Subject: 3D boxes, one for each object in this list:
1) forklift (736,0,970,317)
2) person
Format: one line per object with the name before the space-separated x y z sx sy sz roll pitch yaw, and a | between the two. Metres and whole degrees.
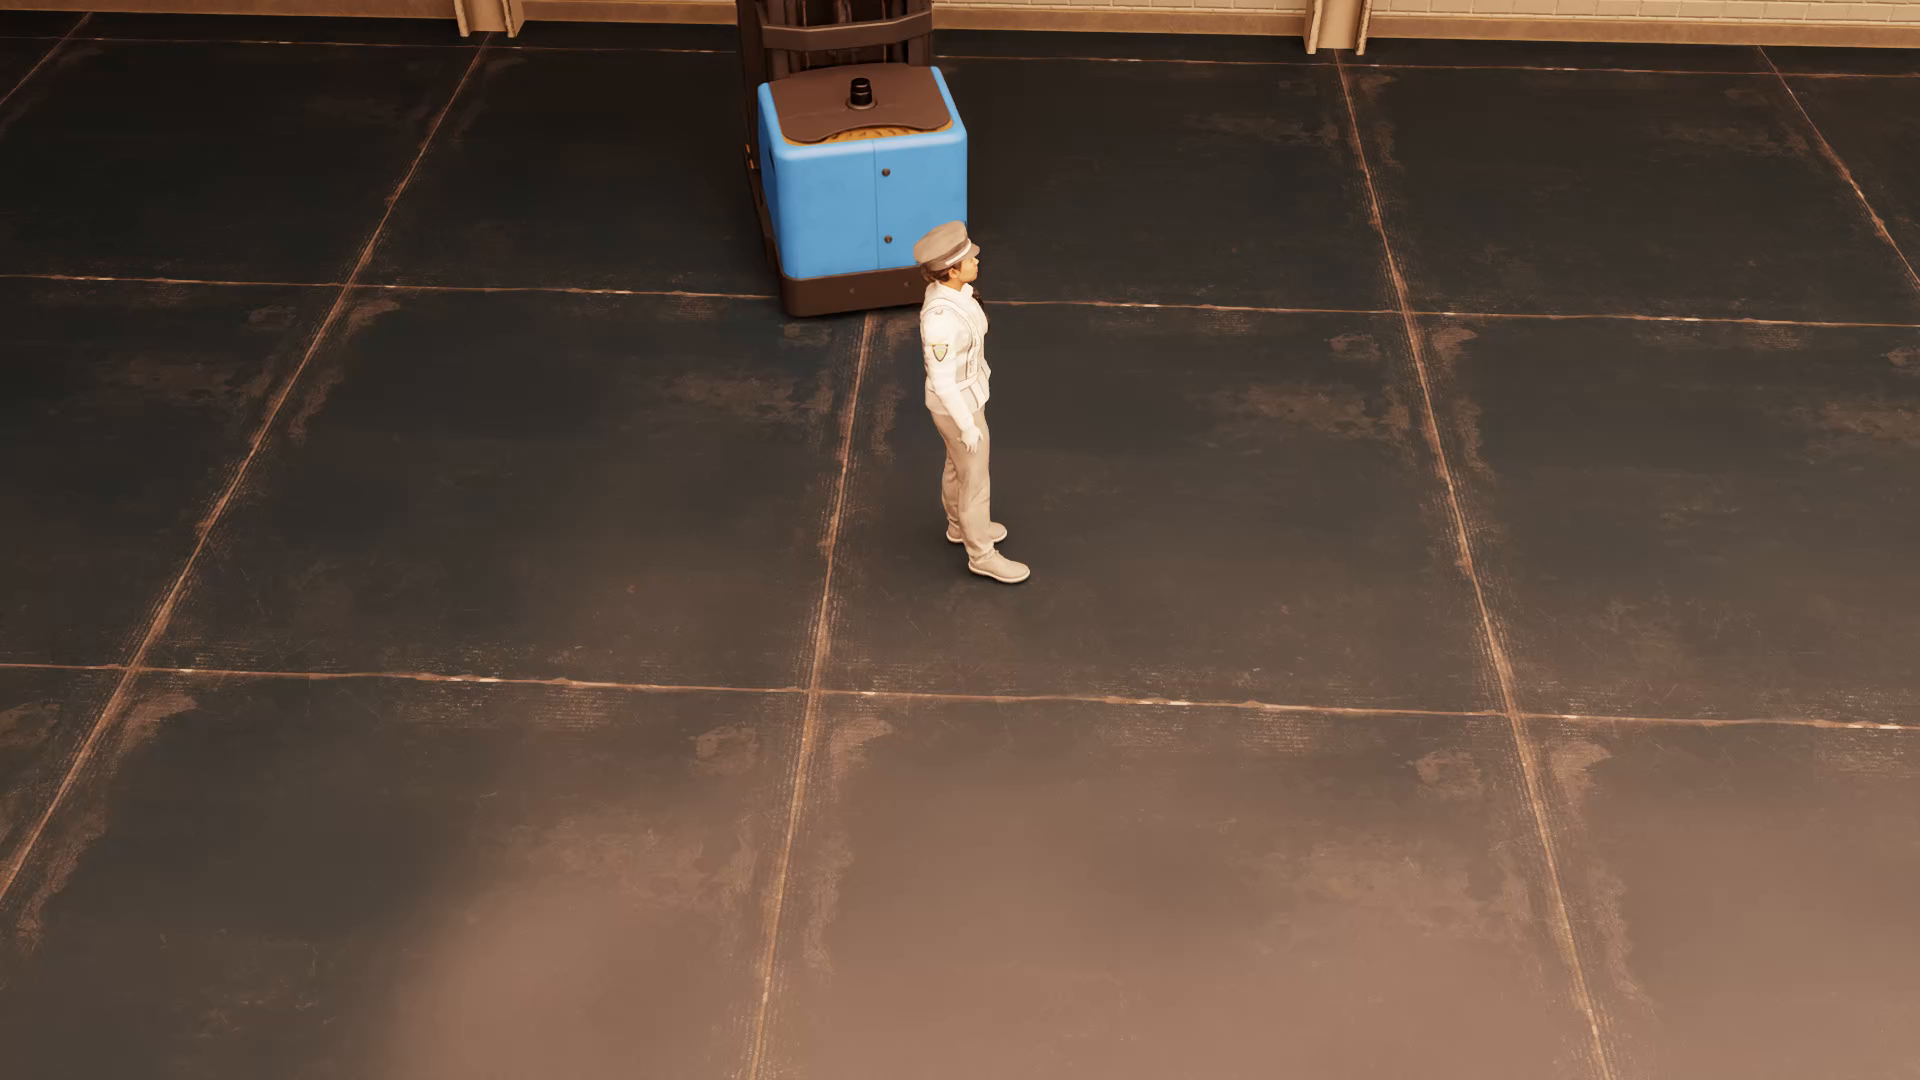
forklift | -0.753 -3.317 9.376 1.130 2.935 3.031 -8 43 -9
person | 0.068 -0.625 7.333 0.531 1.695 0.588 2 42 2
